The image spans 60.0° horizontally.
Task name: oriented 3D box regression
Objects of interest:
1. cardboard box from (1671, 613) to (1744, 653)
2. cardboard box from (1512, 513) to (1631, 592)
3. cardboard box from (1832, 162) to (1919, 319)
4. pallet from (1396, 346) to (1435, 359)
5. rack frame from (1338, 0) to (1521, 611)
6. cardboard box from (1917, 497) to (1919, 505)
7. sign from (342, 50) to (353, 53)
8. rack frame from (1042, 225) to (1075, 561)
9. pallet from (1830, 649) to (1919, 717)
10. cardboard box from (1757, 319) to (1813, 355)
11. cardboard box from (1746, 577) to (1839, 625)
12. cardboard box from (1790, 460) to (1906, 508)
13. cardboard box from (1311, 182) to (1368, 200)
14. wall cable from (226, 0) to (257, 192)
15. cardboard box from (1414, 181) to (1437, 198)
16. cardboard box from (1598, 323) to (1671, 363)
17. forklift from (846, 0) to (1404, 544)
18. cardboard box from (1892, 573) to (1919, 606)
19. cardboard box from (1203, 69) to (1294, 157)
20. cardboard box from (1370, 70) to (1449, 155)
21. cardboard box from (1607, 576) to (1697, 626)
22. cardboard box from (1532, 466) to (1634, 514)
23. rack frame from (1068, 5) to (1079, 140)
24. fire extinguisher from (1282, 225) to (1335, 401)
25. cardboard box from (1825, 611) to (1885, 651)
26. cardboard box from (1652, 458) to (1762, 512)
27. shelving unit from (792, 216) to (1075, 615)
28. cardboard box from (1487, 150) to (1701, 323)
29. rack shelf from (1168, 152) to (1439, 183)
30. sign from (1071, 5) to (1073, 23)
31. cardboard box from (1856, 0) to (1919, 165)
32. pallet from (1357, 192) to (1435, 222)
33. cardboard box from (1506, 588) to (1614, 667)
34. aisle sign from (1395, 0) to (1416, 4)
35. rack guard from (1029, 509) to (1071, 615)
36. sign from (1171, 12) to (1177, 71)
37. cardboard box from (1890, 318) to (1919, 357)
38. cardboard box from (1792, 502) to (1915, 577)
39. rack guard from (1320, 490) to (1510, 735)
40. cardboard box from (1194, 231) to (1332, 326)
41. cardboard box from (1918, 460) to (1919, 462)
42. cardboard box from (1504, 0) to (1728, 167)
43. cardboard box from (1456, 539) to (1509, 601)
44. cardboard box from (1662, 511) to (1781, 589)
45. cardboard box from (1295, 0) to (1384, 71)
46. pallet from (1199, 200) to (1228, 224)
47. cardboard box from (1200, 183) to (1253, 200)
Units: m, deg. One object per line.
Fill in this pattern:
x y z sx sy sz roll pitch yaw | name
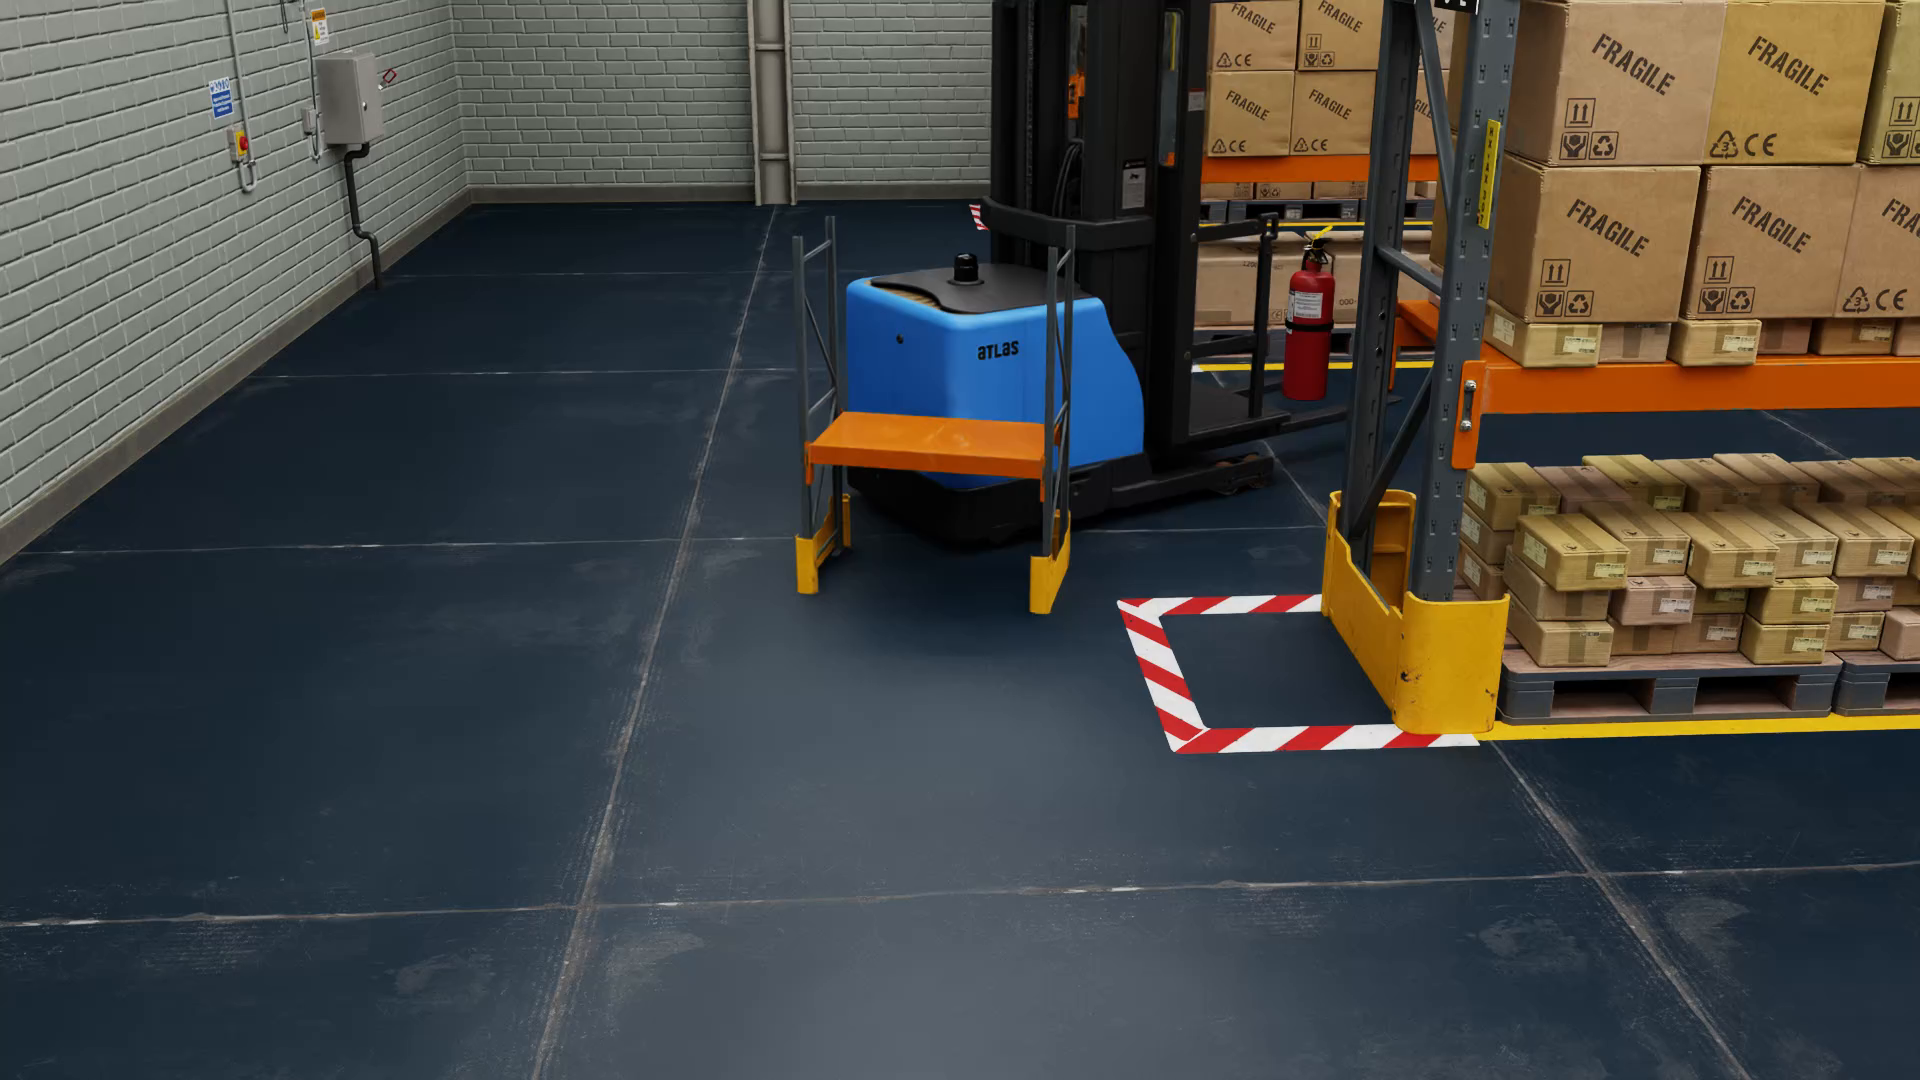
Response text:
2.659 0.270 6.112 0.250 0.149 0.380 -1 21 -2 | cardboard box
2.156 0.041 5.878 0.250 0.149 0.380 -2 21 -6 | cardboard box
3.100 -1.049 5.603 0.500 0.500 0.500 -1 21 -2 | cardboard box
3.238 -1.448 11.128 1.213 0.211 1.003 -1 21 -3 | pallet
1.613 -0.927 5.840 0.127 3.000 1.000 -1 21 -3 | rack frame
3.714 -0.032 6.069 0.250 0.149 0.380 -1 21 -3 | cardboard box
-4.608 -3.437 12.565 0.001 0.494 0.329 -1 21 -3 | sign
0.402 -0.496 6.816 0.032 1.500 0.500 4 21 11 | rack frame
3.717 0.347 6.413 1.213 0.211 1.003 -1 21 -3 | pallet
2.730 -0.760 5.755 0.250 0.149 0.380 0 21 -1 | cardboard box
2.929 0.162 5.978 0.250 0.149 0.380 -1 21 -1 | cardboard box
3.429 -0.179 6.456 0.250 0.149 0.380 -2 21 -5 | cardboard box
3.451 -3.478 15.464 0.500 0.500 0.700 -2 21 -5 | cardboard box
-4.399 -3.050 9.945 0.123 1.953 0.585 -1 21 -3 | wall cable
4.397 -3.276 15.427 0.250 0.149 0.380 -2 21 -5 | cardboard box
2.207 -0.720 5.649 0.250 0.149 0.380 0 21 -1 | cardboard box
0.961 -1.733 8.054 3.031 2.935 1.130 -13 24 -31 | forklift
3.457 0.103 6.134 0.250 0.149 0.380 0 21 0 | cardboard box
1.725 -2.638 10.194 0.500 0.500 0.500 -1 21 -3 | cardboard box
2.737 -2.662 10.257 0.500 0.500 0.500 -1 21 -3 | cardboard box
2.427 0.165 5.970 0.250 0.149 0.380 -1 21 -3 | cardboard box
2.381 -0.155 6.392 0.250 0.149 0.380 -1 21 -2 | cardboard box
0.942 -4.447 15.085 0.127 3.000 1.000 -1 21 -3 | rack frame
1.335 -0.876 6.338 0.183 0.674 0.296 -1 21 -3 | fire extinguisher
3.169 0.265 6.126 0.250 0.149 0.380 -1 21 -3 | cardboard box
2.895 -0.188 6.479 0.250 0.149 0.380 -2 21 -5 | cardboard box
-0.104 -0.535 6.918 1.083 1.500 0.587 4 21 11 | shelving unit
2.077 -1.024 5.536 0.500 0.500 0.500 0 21 0 | cardboard box
3.226 -2.388 10.688 4.000 0.370 1.077 -1 21 -3 | rack shelf
0.974 -4.658 14.424 0.005 0.325 0.100 -1 21 -3 | sign
3.100 -1.510 5.408 0.500 0.500 0.500 -2 21 -4 | cardboard box
4.250 -3.211 15.759 1.213 0.211 1.003 -1 21 -3 | pallet
2.154 0.312 6.002 0.250 0.149 0.380 -1 21 -2 | cardboard box
1.523 -2.247 5.654 0.004 0.787 0.394 -1 21 -3 | aisle sign
0.383 0.086 7.043 0.087 0.250 0.587 4 21 11 | rack guard
1.255 -2.928 9.767 0.005 0.325 0.100 -1 21 -3 | sign
3.250 -0.752 5.733 0.250 0.149 0.380 -2 21 -4 | cardboard box
3.203 -0.004 5.995 0.250 0.149 0.380 0 21 -1 | cardboard box
1.689 0.240 6.289 0.348 0.500 1.175 -1 21 -3 | rack guard
1.883 -1.731 10.963 0.875 0.438 0.875 -2 21 -5 | cardboard box
3.938 -0.185 6.472 0.250 0.149 0.380 -2 21 -5 | cardboard box
2.076 -1.495 5.368 0.500 0.500 0.500 -1 21 -3 | cardboard box
2.127 0.124 6.496 0.250 0.149 0.380 -1 21 -2 | cardboard box
2.683 0.033 5.899 0.250 0.149 0.380 -1 21 -3 | cardboard box
2.240 -3.119 10.052 0.500 0.500 0.500 -2 21 -5 | cardboard box
1.814 -3.161 15.628 1.213 0.211 1.003 -1 21 -3 | pallet
2.414 -3.457 15.408 0.500 0.500 0.700 0 21 -1 | cardboard box
